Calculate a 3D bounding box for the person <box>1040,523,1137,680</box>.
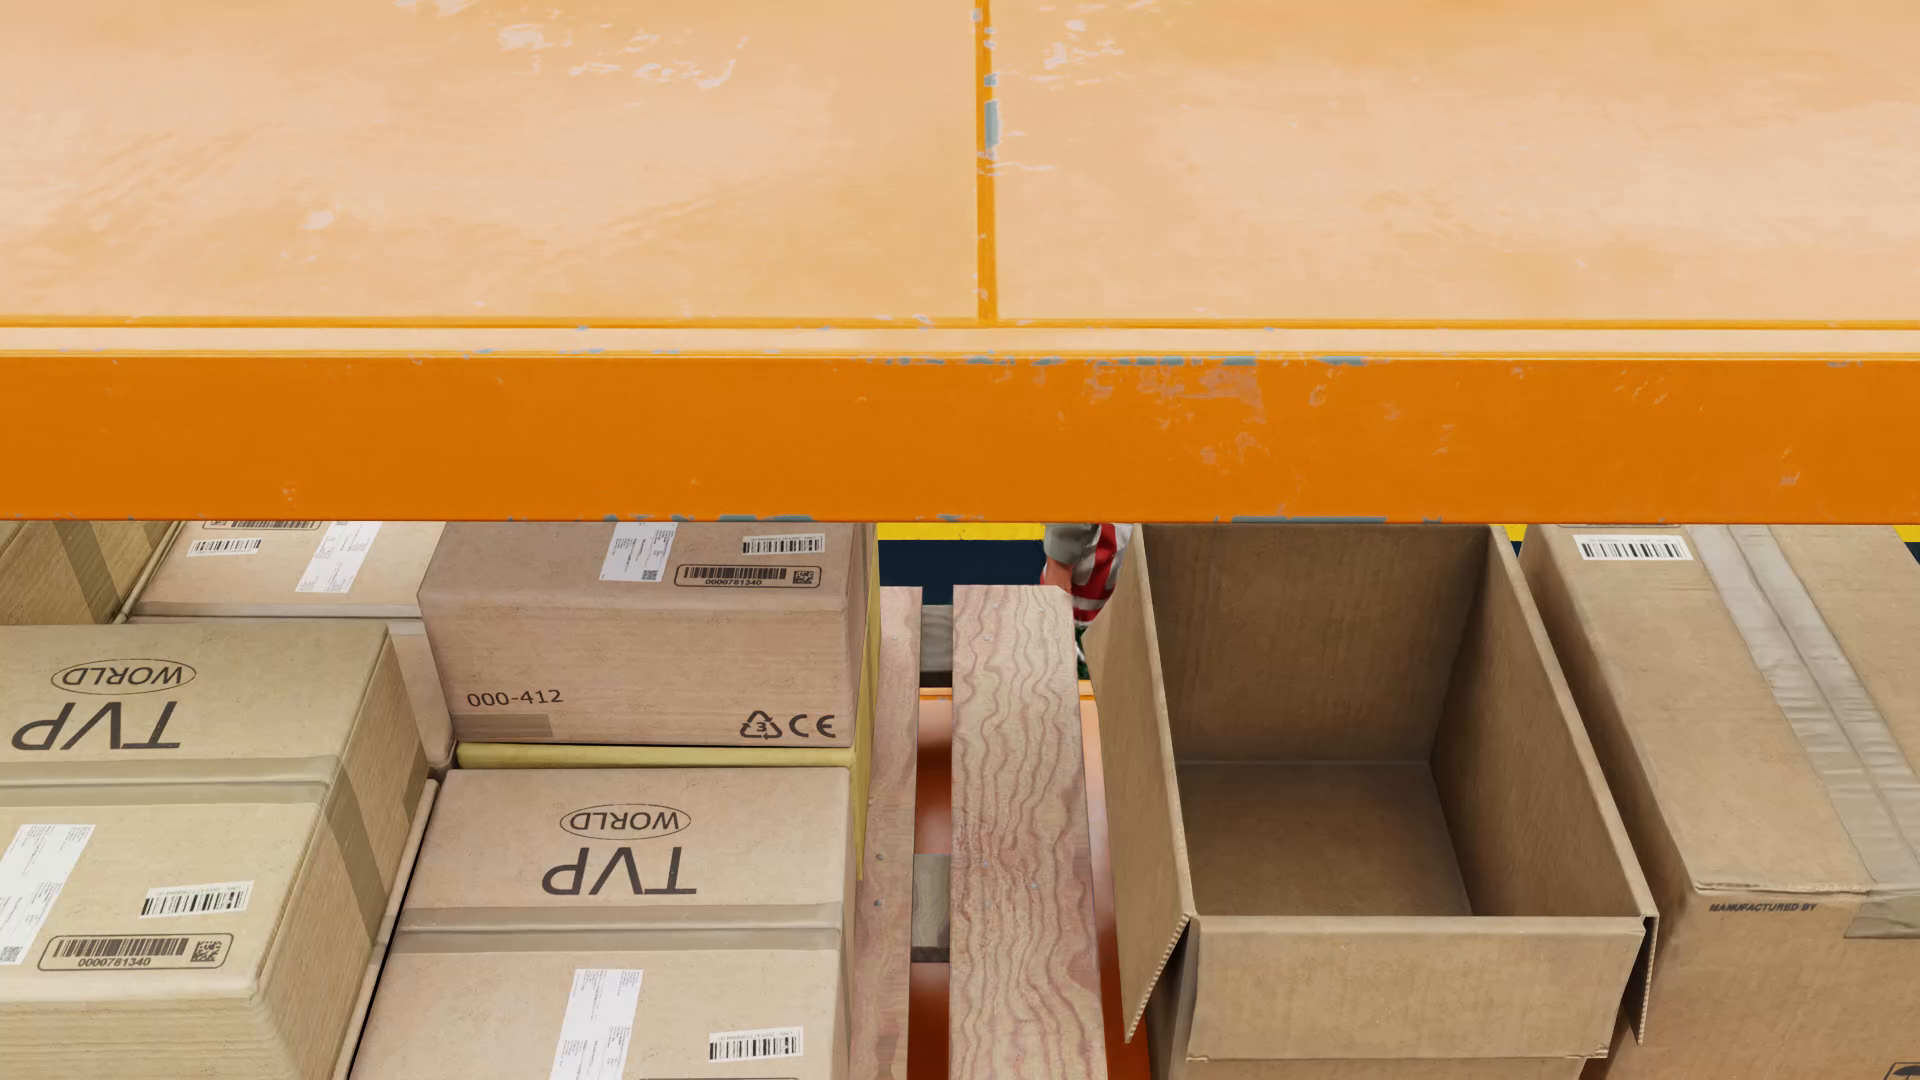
[{"bbox_3d":[0.403,0.193,5.891,0.615,1.776,0.803,-30,48,-31],"label":"person"}]
